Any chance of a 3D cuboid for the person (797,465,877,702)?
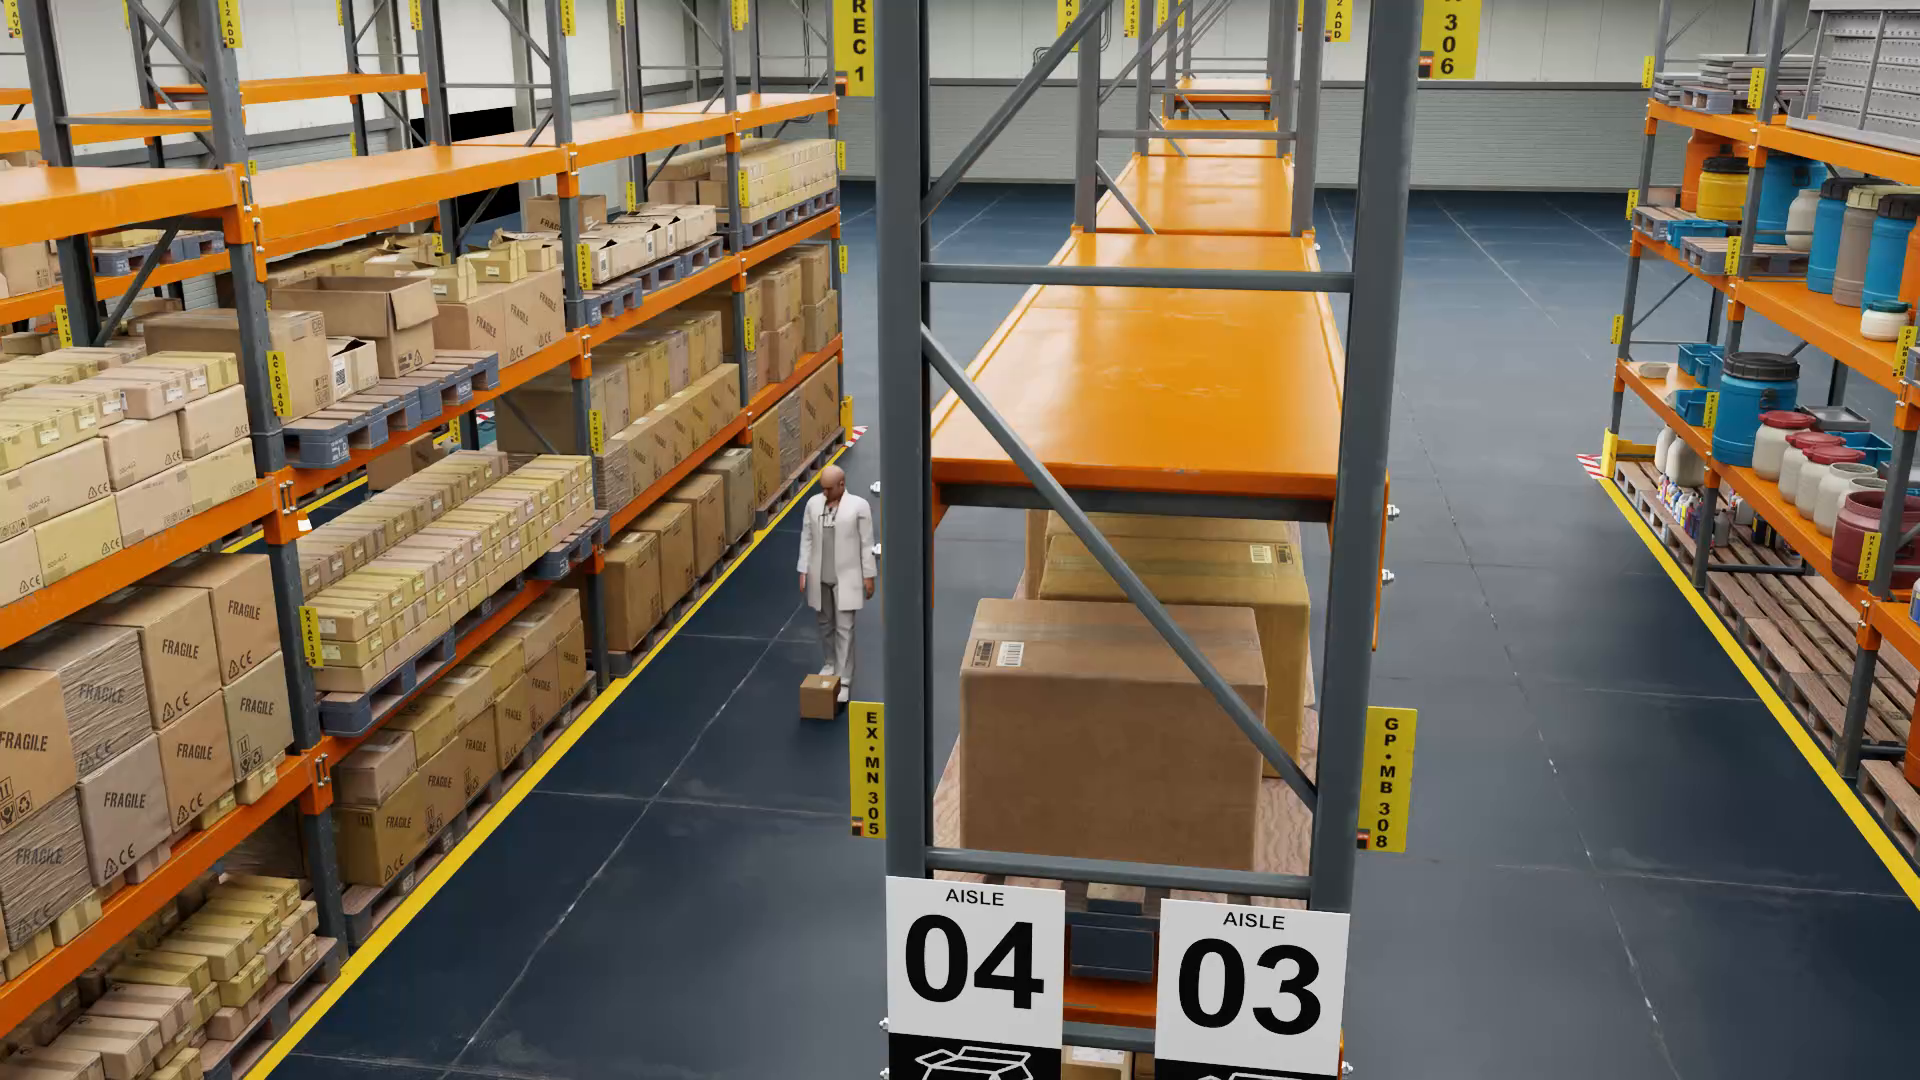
[{"bbox_3d":[-0.978,0.306,12.614,0.632,1.758,0.805,5,18,17],"label":"person"}]
